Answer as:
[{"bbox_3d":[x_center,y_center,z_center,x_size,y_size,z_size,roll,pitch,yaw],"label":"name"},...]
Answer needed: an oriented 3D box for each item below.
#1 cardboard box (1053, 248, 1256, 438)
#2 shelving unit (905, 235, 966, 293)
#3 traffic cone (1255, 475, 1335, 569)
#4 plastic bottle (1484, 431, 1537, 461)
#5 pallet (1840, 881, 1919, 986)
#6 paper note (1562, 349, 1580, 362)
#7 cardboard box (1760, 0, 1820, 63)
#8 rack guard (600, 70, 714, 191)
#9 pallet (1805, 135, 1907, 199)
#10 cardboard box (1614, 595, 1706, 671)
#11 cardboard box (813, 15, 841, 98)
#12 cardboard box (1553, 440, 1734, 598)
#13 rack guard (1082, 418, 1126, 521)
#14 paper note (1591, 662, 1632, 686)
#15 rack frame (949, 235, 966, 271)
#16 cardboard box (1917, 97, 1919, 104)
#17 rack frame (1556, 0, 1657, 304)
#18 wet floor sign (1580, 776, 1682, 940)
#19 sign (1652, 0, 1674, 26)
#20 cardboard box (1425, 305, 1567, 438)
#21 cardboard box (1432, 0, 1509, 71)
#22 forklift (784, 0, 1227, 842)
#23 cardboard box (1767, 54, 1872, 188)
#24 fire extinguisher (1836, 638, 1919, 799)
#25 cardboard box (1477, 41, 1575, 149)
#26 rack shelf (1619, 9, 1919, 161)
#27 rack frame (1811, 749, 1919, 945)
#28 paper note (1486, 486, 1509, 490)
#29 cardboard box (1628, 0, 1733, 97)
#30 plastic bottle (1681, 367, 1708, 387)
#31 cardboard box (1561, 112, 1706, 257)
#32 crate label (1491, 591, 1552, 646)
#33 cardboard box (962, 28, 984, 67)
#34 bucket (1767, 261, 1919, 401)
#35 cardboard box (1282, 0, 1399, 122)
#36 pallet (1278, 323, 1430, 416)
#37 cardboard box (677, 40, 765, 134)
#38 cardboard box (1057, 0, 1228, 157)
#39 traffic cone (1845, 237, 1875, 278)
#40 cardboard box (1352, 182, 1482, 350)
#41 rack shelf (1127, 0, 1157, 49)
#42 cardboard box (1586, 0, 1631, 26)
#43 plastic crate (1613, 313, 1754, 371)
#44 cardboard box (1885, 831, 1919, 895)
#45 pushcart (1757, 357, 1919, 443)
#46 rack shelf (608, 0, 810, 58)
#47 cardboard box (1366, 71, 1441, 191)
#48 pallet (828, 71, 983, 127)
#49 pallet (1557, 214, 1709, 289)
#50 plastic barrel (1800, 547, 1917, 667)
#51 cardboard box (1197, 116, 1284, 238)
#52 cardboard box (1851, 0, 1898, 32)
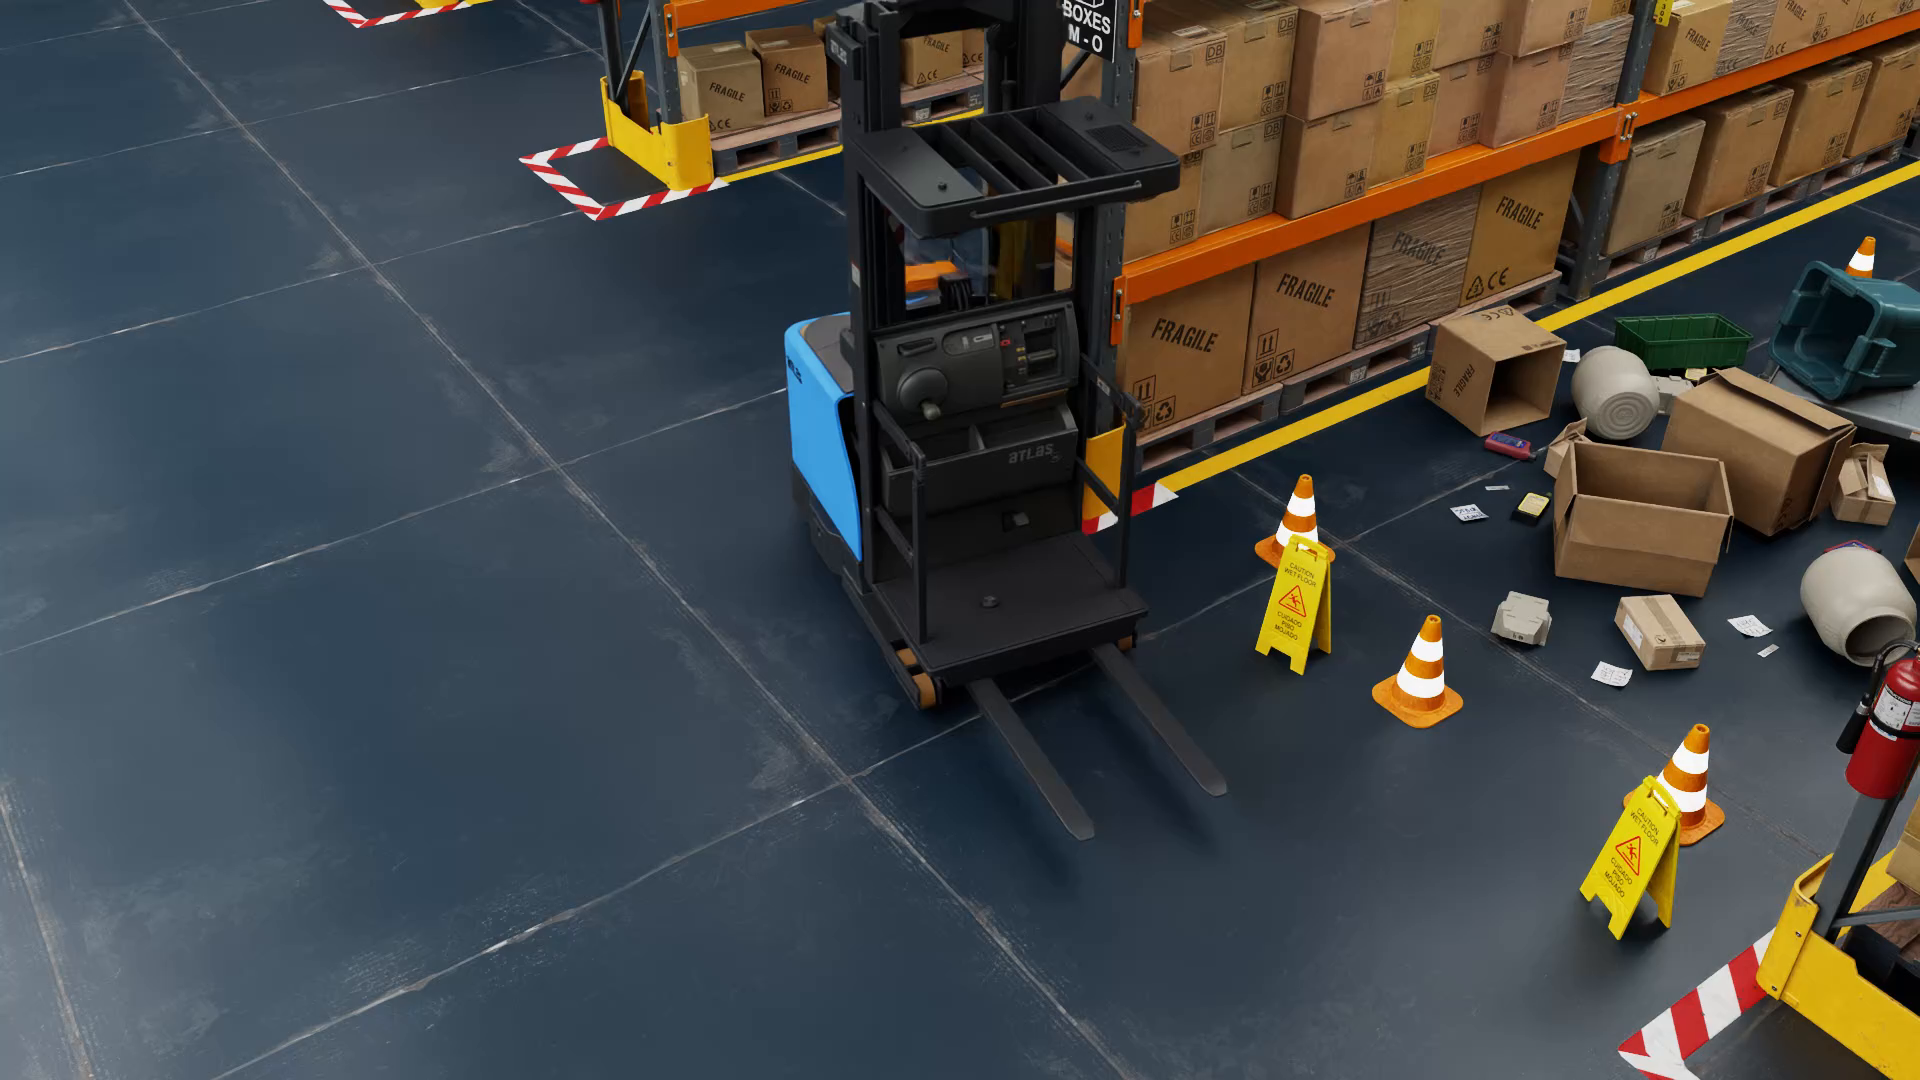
[{"bbox_3d":[0.968,-1.215,9.144,0.875,0.875,0.875,-22,41,-28],"label":"cardboard box"},{"bbox_3d":[-0.229,-1.002,8.905,0.503,1.200,0.258,-10,30,-14],"label":"shelving unit"},{"bbox_3d":[1.704,-0.119,8.332,0.334,0.463,0.336,-22,41,-28],"label":"traffic cone"},{"bbox_3d":[3.070,-0.515,9.227,0.283,0.061,0.133,22,41,28],"label":"plastic bottle"},{"bbox_3d":[4.133,1.531,6.254,1.213,0.211,1.003,-22,41,-28],"label":"pallet"},{"bbox_3d":[3.694,-1.129,10.107,0.147,0.020,0.142,9,37,12],"label":"paper note"},{"bbox_3d":[5.129,-3.419,10.663,0.500,0.500,0.500,-23,41,-28],"label":"cardboard box"},{"bbox_3d":[-2.261,-3.060,12.389,0.348,0.500,1.175,-22,41,-28],"label":"rack guard"},{"bbox_3d":[6.303,-2.977,12.522,1.213,0.211,1.003,-22,41,-28],"label":"pallet"},{"bbox_3d":[3.293,0.434,7.833,0.250,0.149,0.380,-3,36,-4],"label":"cardboard box"},{"bbox_3d":[-0.811,-3.825,13.094,0.500,0.500,0.500,-18,40,-24],"label":"cardboard box"},{"bbox_3d":[3.364,-0.105,8.278,0.797,0.503,0.637,9,37,12],"label":"cardboard box"},{"bbox_3d":[0.432,-0.625,9.004,0.348,0.500,1.175,-22,41,-28],"label":"rack guard"},{"bbox_3d":[3.012,0.618,7.677,0.148,0.019,0.142,22,41,28],"label":"paper note"},{"bbox_3d":[0.004,-1.043,8.964,0.015,1.200,0.240,-10,30,-14],"label":"rack frame"},{"bbox_3d":[7.716,-3.610,12.795,0.500,0.500,0.500,-24,42,-30],"label":"cardboard box"},{"bbox_3d":[3.722,-2.993,10.156,0.127,3.000,1.000,-22,41,-28],"label":"rack frame"},{"bbox_3d":[2.615,1.190,6.356,0.232,0.644,0.267,-9,37,-12],"label":"wet floor sign"},{"bbox_3d":[4.043,-3.112,9.512,0.005,0.325,0.100,-22,41,-28],"label":"sign"},{"bbox_3d":[3.044,-0.967,9.478,0.500,0.500,0.500,-15,38,-20],"label":"cardboard box"},{"bbox_3d":[2.497,-3.028,9.151,0.550,0.550,0.875,-22,41,-28],"label":"cardboard box"},{"bbox_3d":[0.173,-0.712,7.043,1.130,2.935,3.031,-14,38,-19],"label":"forklift"},{"bbox_3d":[5.729,-3.138,11.925,0.750,0.750,1.050,-22,41,-27],"label":"cardboard box"},{"bbox_3d":[3.027,0.531,5.322,0.183,0.674,0.296,-22,41,-28],"label":"fire extinguisher"},{"bbox_3d":[2.990,-2.728,9.659,0.550,0.550,0.875,-22,41,-28],"label":"cardboard box"},{"bbox_3d":[5.356,-3.374,11.301,4.000,0.370,1.077,-22,41,-28],"label":"rack shelf"},{"bbox_3d":[3.386,0.681,5.048,0.127,3.000,1.000,-22,41,-28],"label":"rack frame"},{"bbox_3d":[2.890,-0.280,8.944,0.123,0.001,0.032,-3,36,-4],"label":"paper note"},{"bbox_3d":[4.307,-3.082,10.194,0.500,0.500,0.500,-22,41,-27],"label":"cardboard box"},{"bbox_3d":[4.365,-0.987,9.883,0.133,0.061,0.283,15,38,20],"label":"plastic bottle"},{"bbox_3d":[4.177,-2.502,11.040,0.750,0.750,1.050,-23,41,-28],"label":"cardboard box"},{"bbox_3d":[2.684,0.373,7.927,0.250,0.136,0.298,15,38,20],"label":"crate label"},{"bbox_3d":[0.133,-4.238,13.668,0.500,0.500,0.500,-10,37,-14],"label":"cardboard box"},{"bbox_3d":[4.939,-1.135,9.074,0.620,0.611,0.726,-1,34,-18],"label":"bucket"},{"bbox_3d":[1.710,-2.606,8.564,0.550,0.550,0.875,-22,41,-28],"label":"cardboard box"},{"bbox_3d":[2.057,-1.230,10.092,1.213,0.211,1.003,-22,41,-28],"label":"pallet"},{"bbox_3d":[-1.803,-3.406,12.512,0.500,0.500,0.500,-15,38,-20],"label":"cardboard box"},{"bbox_3d":[0.778,-2.253,8.074,0.550,0.550,0.875,-22,41,-28],"label":"cardboard box"},{"bbox_3d":[5.688,-1.693,10.522,0.334,0.463,0.336,-22,41,-28],"label":"traffic cone"},{"bbox_3d":[2.433,-1.818,9.982,0.875,0.875,0.875,-22,41,-28],"label":"cardboard box"},{"bbox_3d":[2.087,-3.246,8.555,4.000,0.370,1.077,-22,41,-28],"label":"rack shelf"},{"bbox_3d":[3.400,-3.385,9.647,0.550,0.550,0.875,-22,41,-28],"label":"cardboard box"},{"bbox_3d":[4.334,-1.191,10.009,0.662,0.188,0.450,-3,26,-4],"label":"plastic crate"},{"bbox_3d":[3.912,1.218,6.296,0.500,0.250,0.500,-23,41,-28],"label":"cardboard box"},{"bbox_3d":[5.302,-0.671,9.174,1.648,0.377,0.936,22,41,28],"label":"pushcart"},{"bbox_3d":[-0.688,-4.429,12.769,4.000,0.370,1.077,-22,41,-28],"label":"rack shelf"},{"bbox_3d":[2.106,-2.377,9.170,0.500,0.550,0.875,-22,41,-28],"label":"cardboard box"},{"bbox_3d":[-0.580,-3.607,13.397,1.213,0.211,1.003,-22,41,-28],"label":"pallet"},{"bbox_3d":[4.309,-2.156,11.381,1.213,0.211,1.003,-22,41,-28],"label":"pallet"},{"bbox_3d":[4.202,0.310,7.770,0.421,0.421,0.512,3,36,4],"label":"plastic barrel"},{"bbox_3d":[1.166,-2.050,8.717,0.550,0.550,0.875,-22,41,-28],"label":"cardboard box"},{"bbox_3d":[5.961,-3.764,11.142,0.500,0.500,0.500,-23,42,-29],"label":"cardboard box"}]
